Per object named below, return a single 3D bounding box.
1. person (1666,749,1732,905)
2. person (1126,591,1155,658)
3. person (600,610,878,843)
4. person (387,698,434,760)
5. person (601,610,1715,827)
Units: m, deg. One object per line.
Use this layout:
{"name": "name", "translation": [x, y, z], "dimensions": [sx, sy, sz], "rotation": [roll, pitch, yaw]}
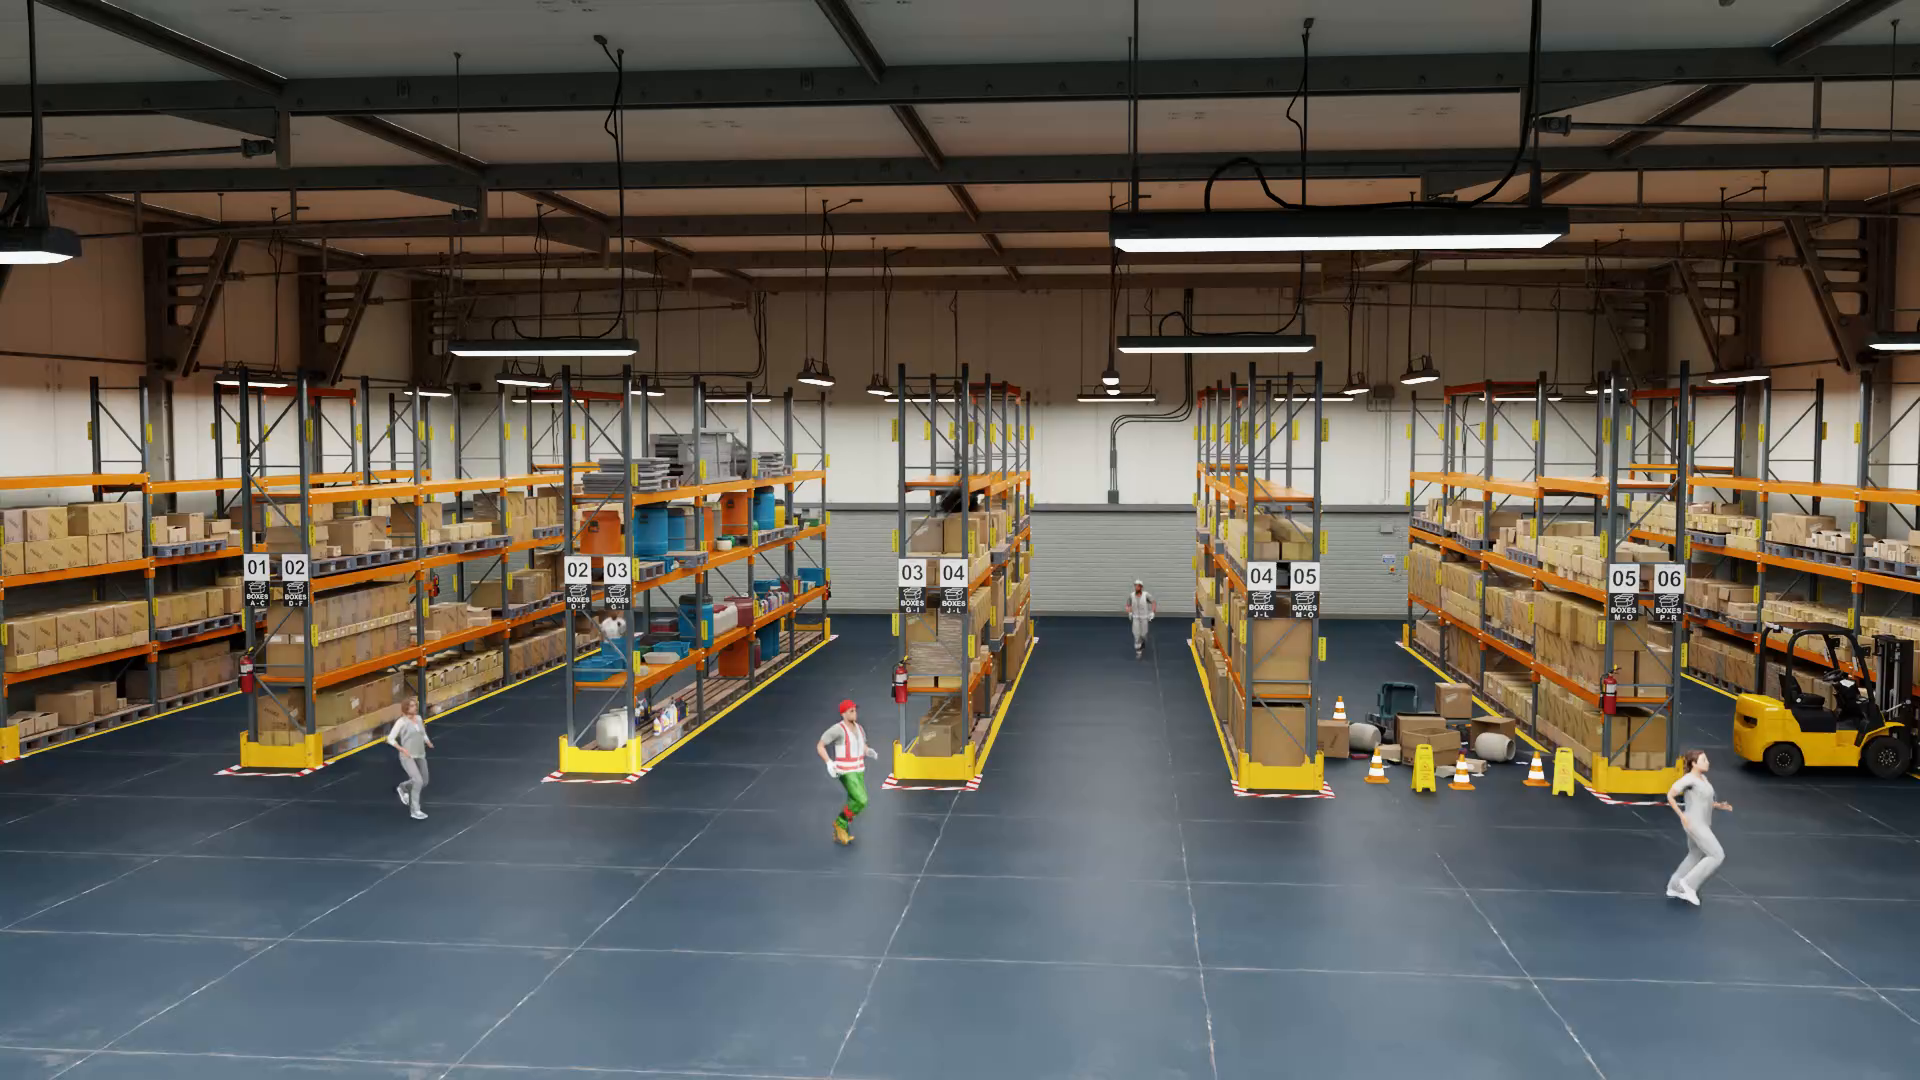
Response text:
{"name": "person", "translation": [7.822, 3.032, 17.594], "dimensions": [0.649, 1.640, 0.536], "rotation": [3, 5, 41]}
{"name": "person", "translation": [4.017, 1.875, 37.078], "dimensions": [0.635, 1.523, 0.675], "rotation": [1, 4, 16]}
{"name": "person", "translation": [-4.058, 2.413, 26.419], "dimensions": [12.113, 1.742, 8.124], "rotation": [2, 4, 33]}
{"name": "person", "translation": [-7.096, 2.464, 21.611], "dimensions": [0.428, 0.803, 0.567], "rotation": [2, 4, 31]}
{"name": "person", "translation": [0.516, 2.568, 25.136], "dimensions": [13.740, 1.659, 16.889], "rotation": [0, 4, -5]}
